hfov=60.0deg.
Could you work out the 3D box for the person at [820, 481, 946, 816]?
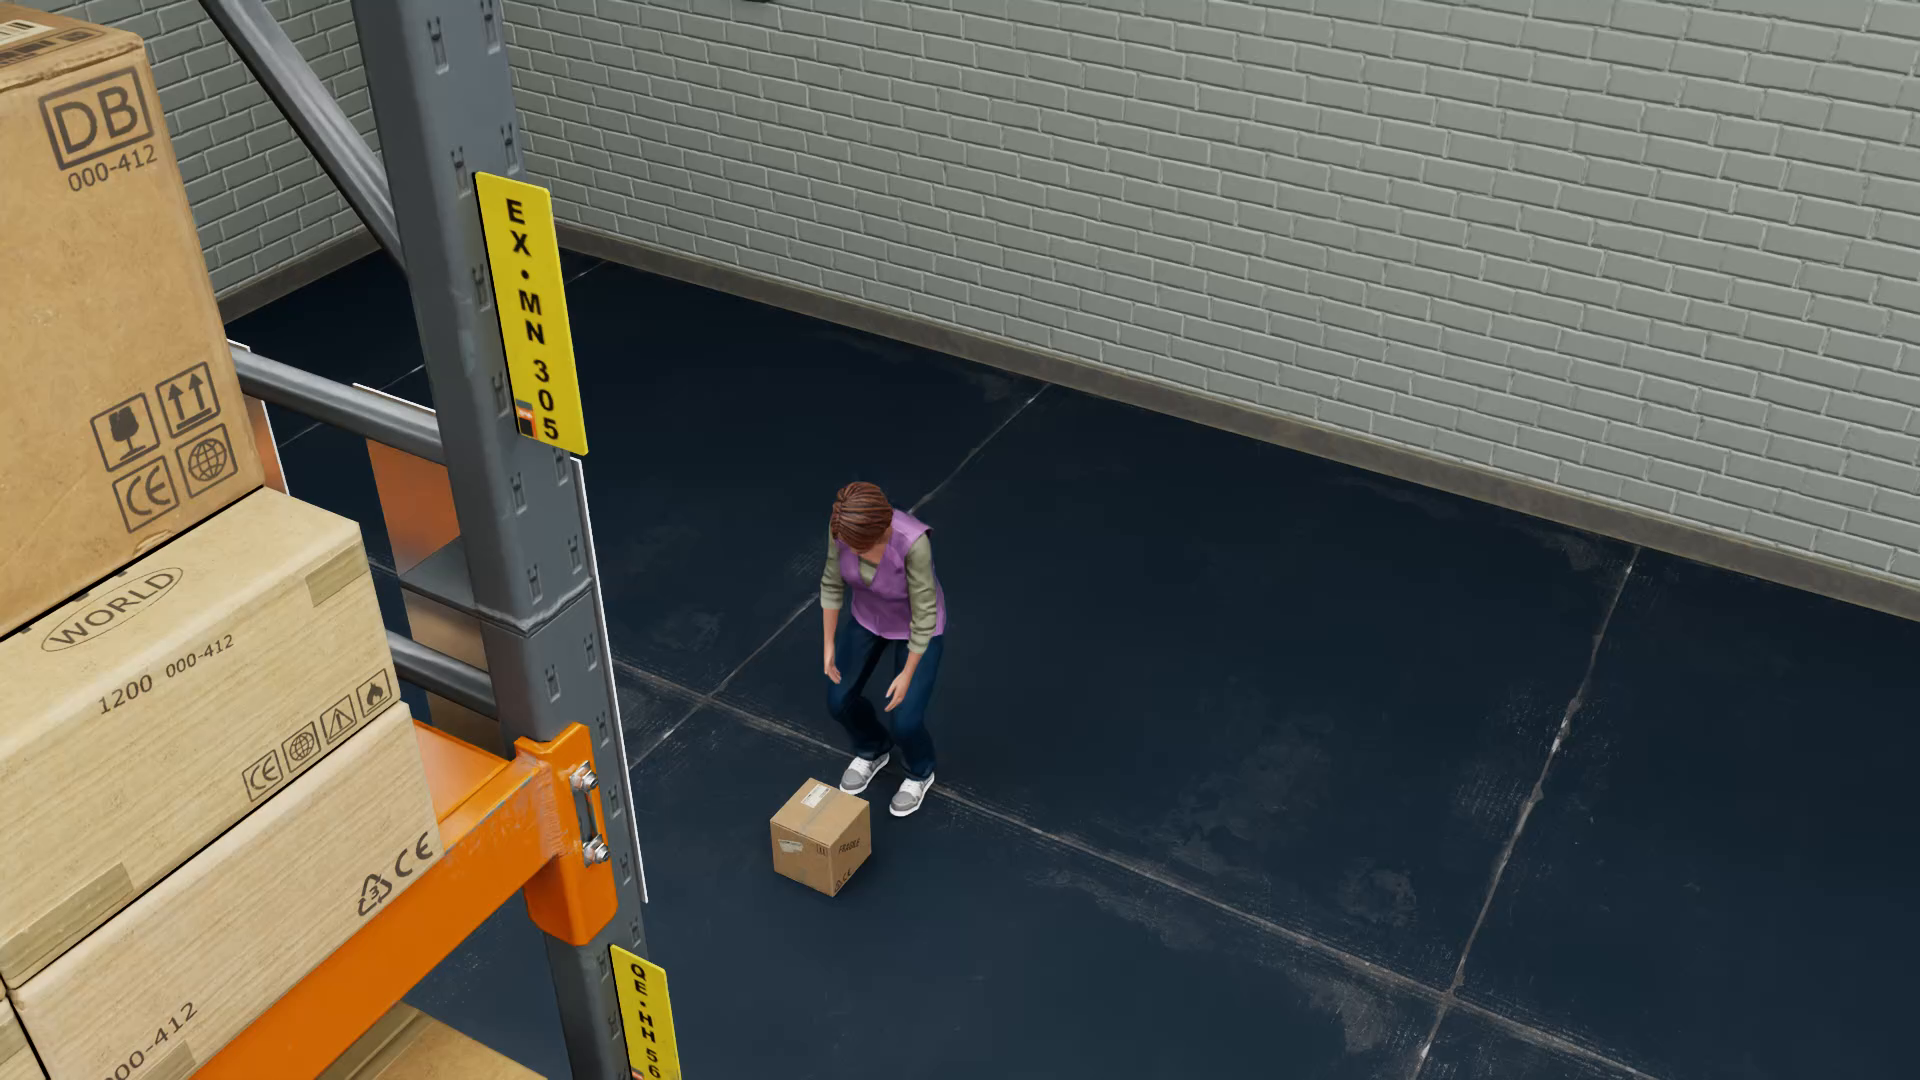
[{"bbox_3d":[-0.247,0.358,5.792,0.454,1.429,0.540,19,39,25],"label":"person"}]
